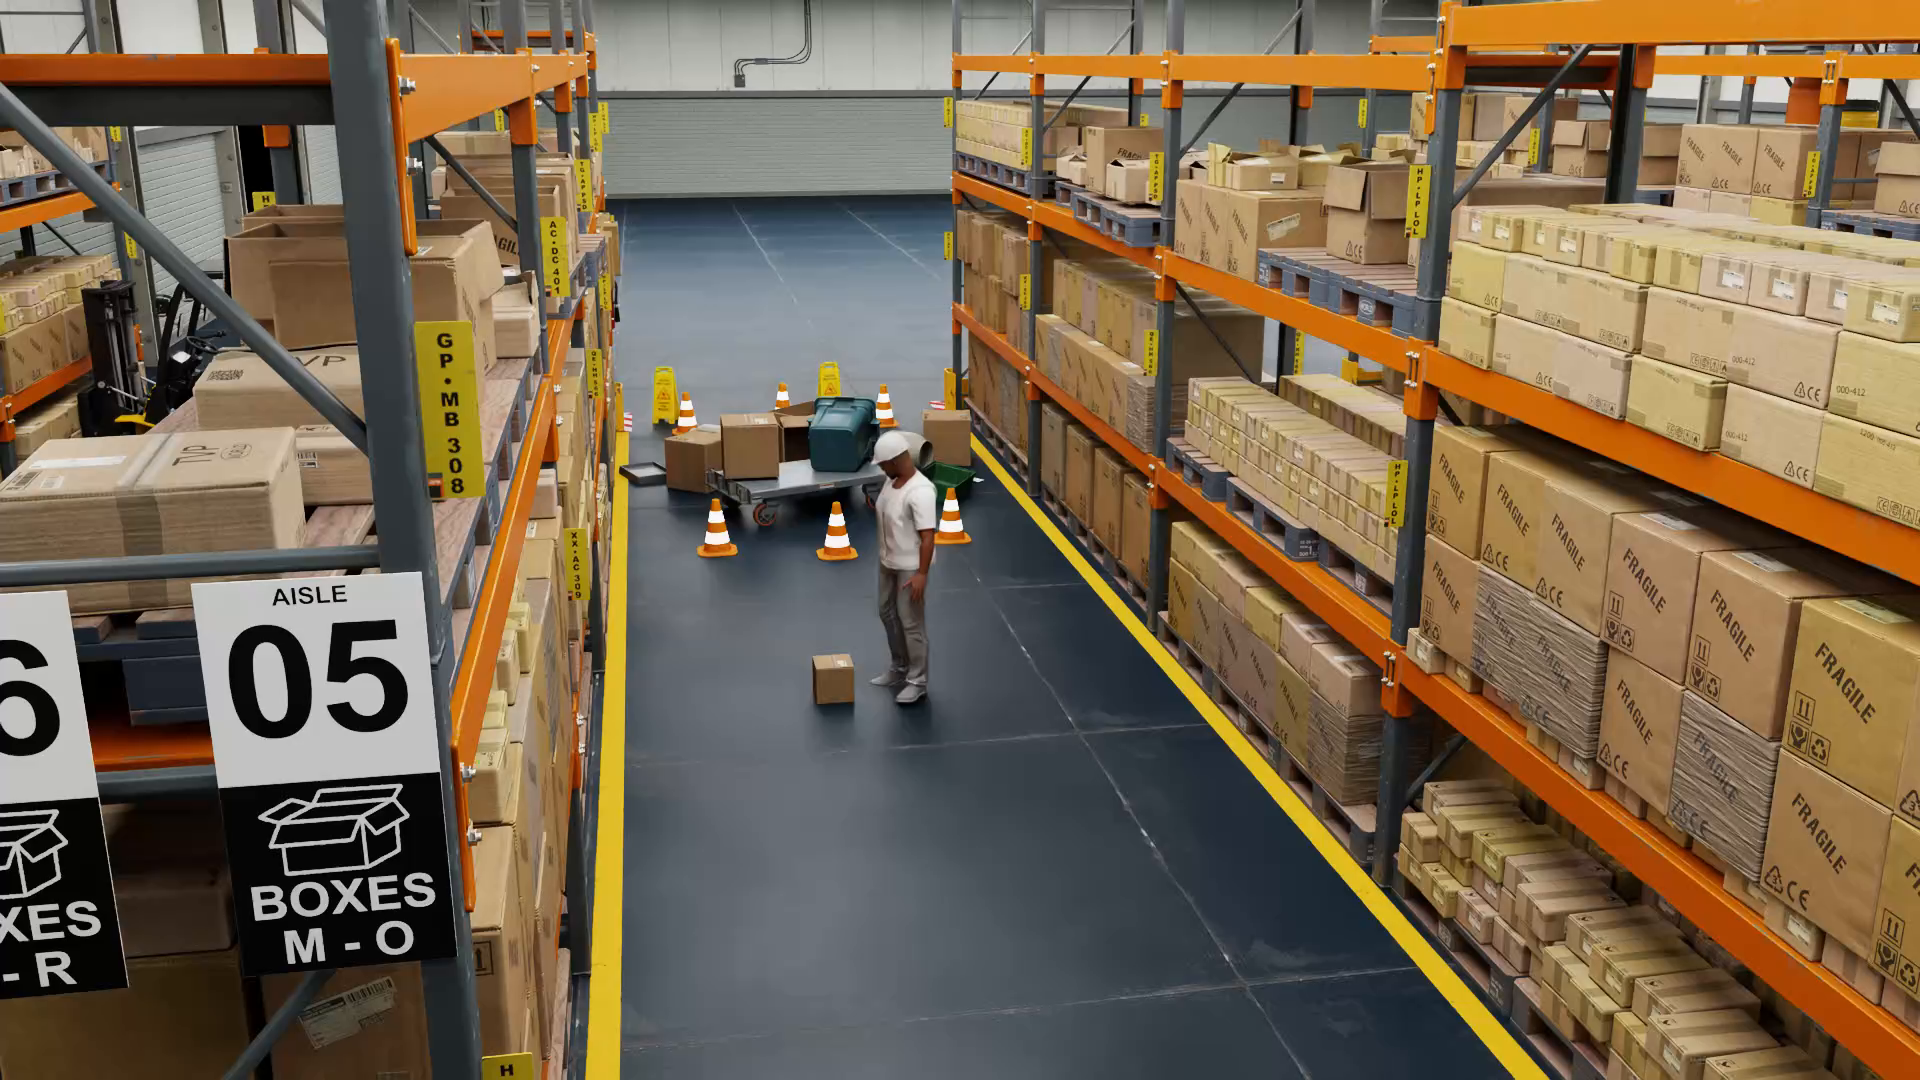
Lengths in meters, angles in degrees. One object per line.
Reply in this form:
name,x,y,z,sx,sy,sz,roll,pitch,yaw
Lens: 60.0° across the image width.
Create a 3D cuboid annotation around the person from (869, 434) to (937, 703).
person,-0.358,0.182,10.881,0.378,1.793,0.678,-10,19,-30
